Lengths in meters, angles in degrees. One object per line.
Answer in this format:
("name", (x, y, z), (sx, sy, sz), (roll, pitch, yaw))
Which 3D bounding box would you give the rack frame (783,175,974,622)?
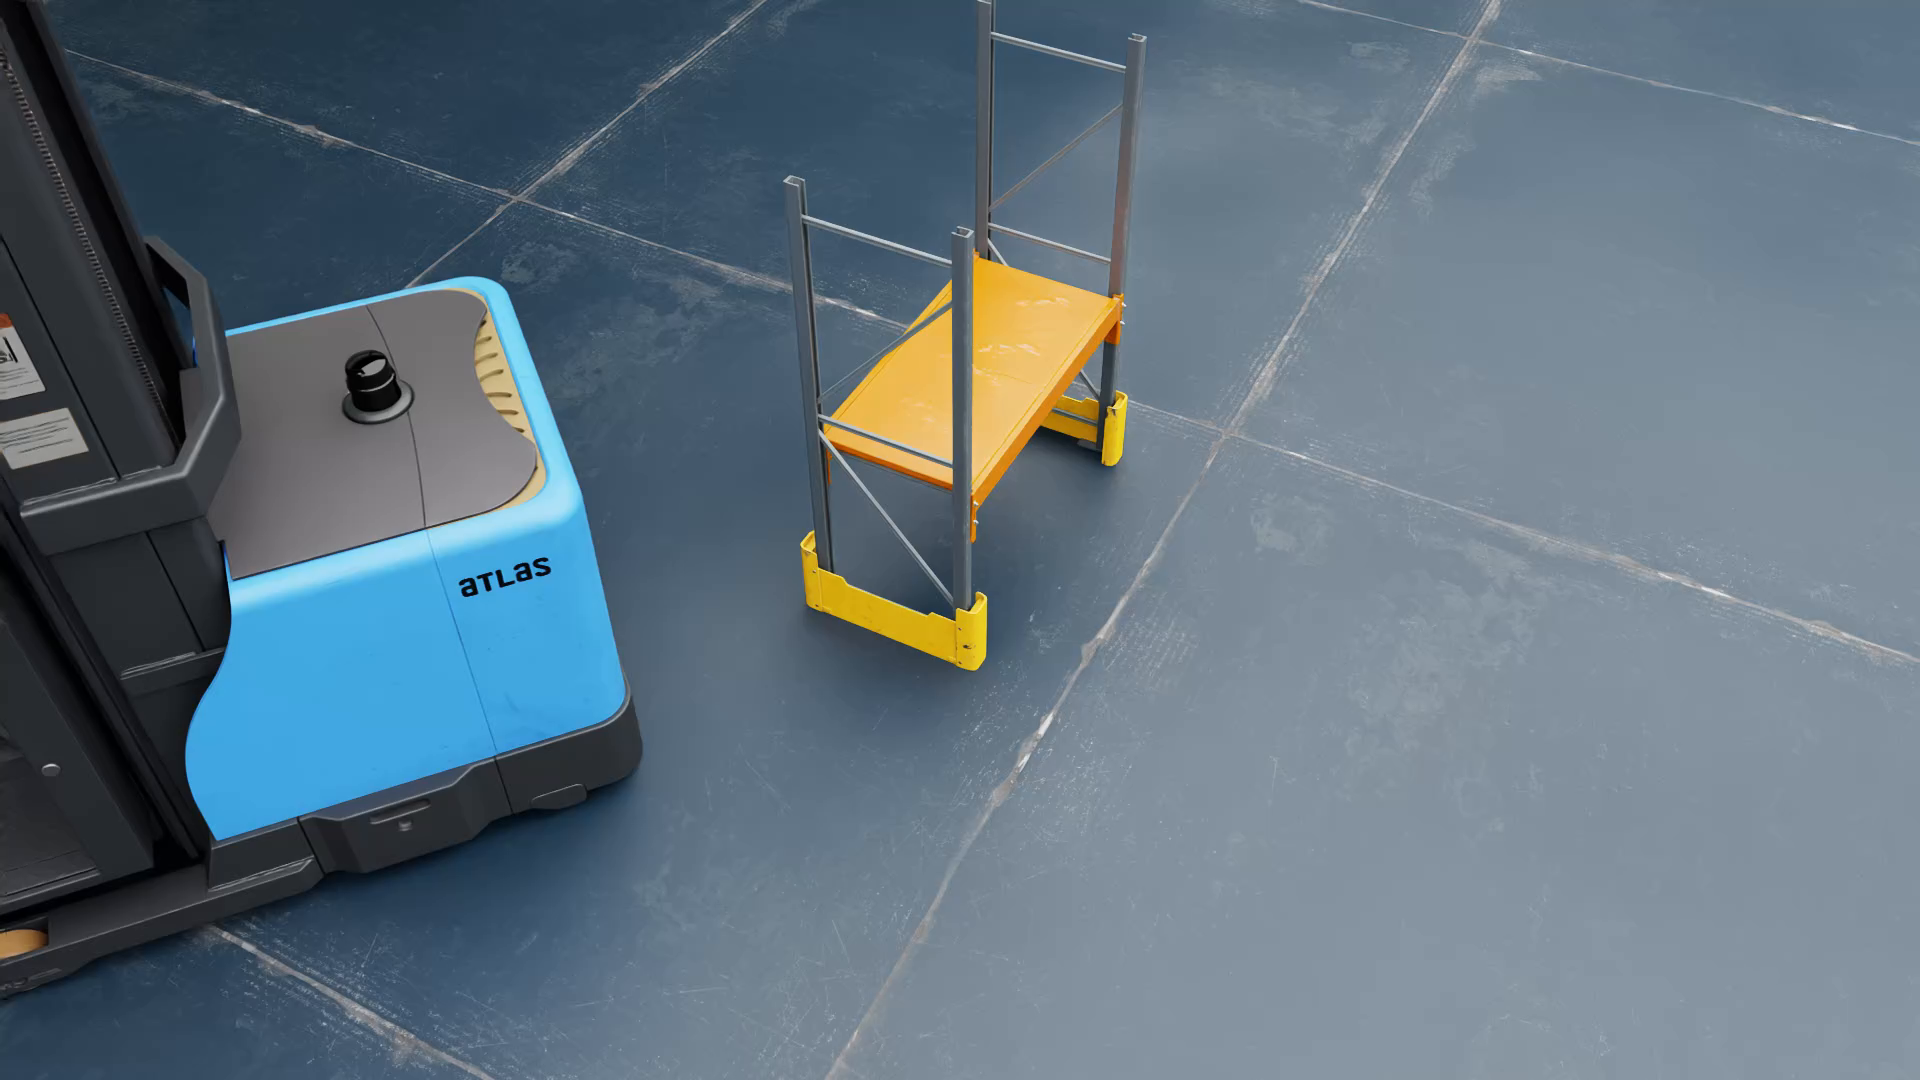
("rack frame", (-0.196, -0.261, 4.453), (0.500, 1.500, 0.032), (20, 49, 19))

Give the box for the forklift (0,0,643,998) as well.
("forklift", (-2.439, -0.284, 3.470), (3.031, 2.935, 1.130), (-16, 48, -16))

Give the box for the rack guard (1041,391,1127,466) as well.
("rack guard", (0.267, -0.450, 5.519), (0.587, 0.250, 0.087), (20, 49, 19))

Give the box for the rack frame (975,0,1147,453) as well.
("rack frame", (0.276, -0.901, 5.086), (0.500, 1.500, 0.032), (20, 49, 19))

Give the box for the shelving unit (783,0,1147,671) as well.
("shelving unit", (0.035, -0.575, 4.764), (0.587, 1.500, 1.083), (20, 49, 19))

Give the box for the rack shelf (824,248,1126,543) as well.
("rack shelf", (0.040, -0.455, 4.898), (0.538, 0.185, 1.000), (20, 49, 19))

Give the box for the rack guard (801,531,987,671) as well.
("rack guard", (-0.196, 0.178, 4.898), (0.587, 0.250, 0.087), (20, 49, 19))
